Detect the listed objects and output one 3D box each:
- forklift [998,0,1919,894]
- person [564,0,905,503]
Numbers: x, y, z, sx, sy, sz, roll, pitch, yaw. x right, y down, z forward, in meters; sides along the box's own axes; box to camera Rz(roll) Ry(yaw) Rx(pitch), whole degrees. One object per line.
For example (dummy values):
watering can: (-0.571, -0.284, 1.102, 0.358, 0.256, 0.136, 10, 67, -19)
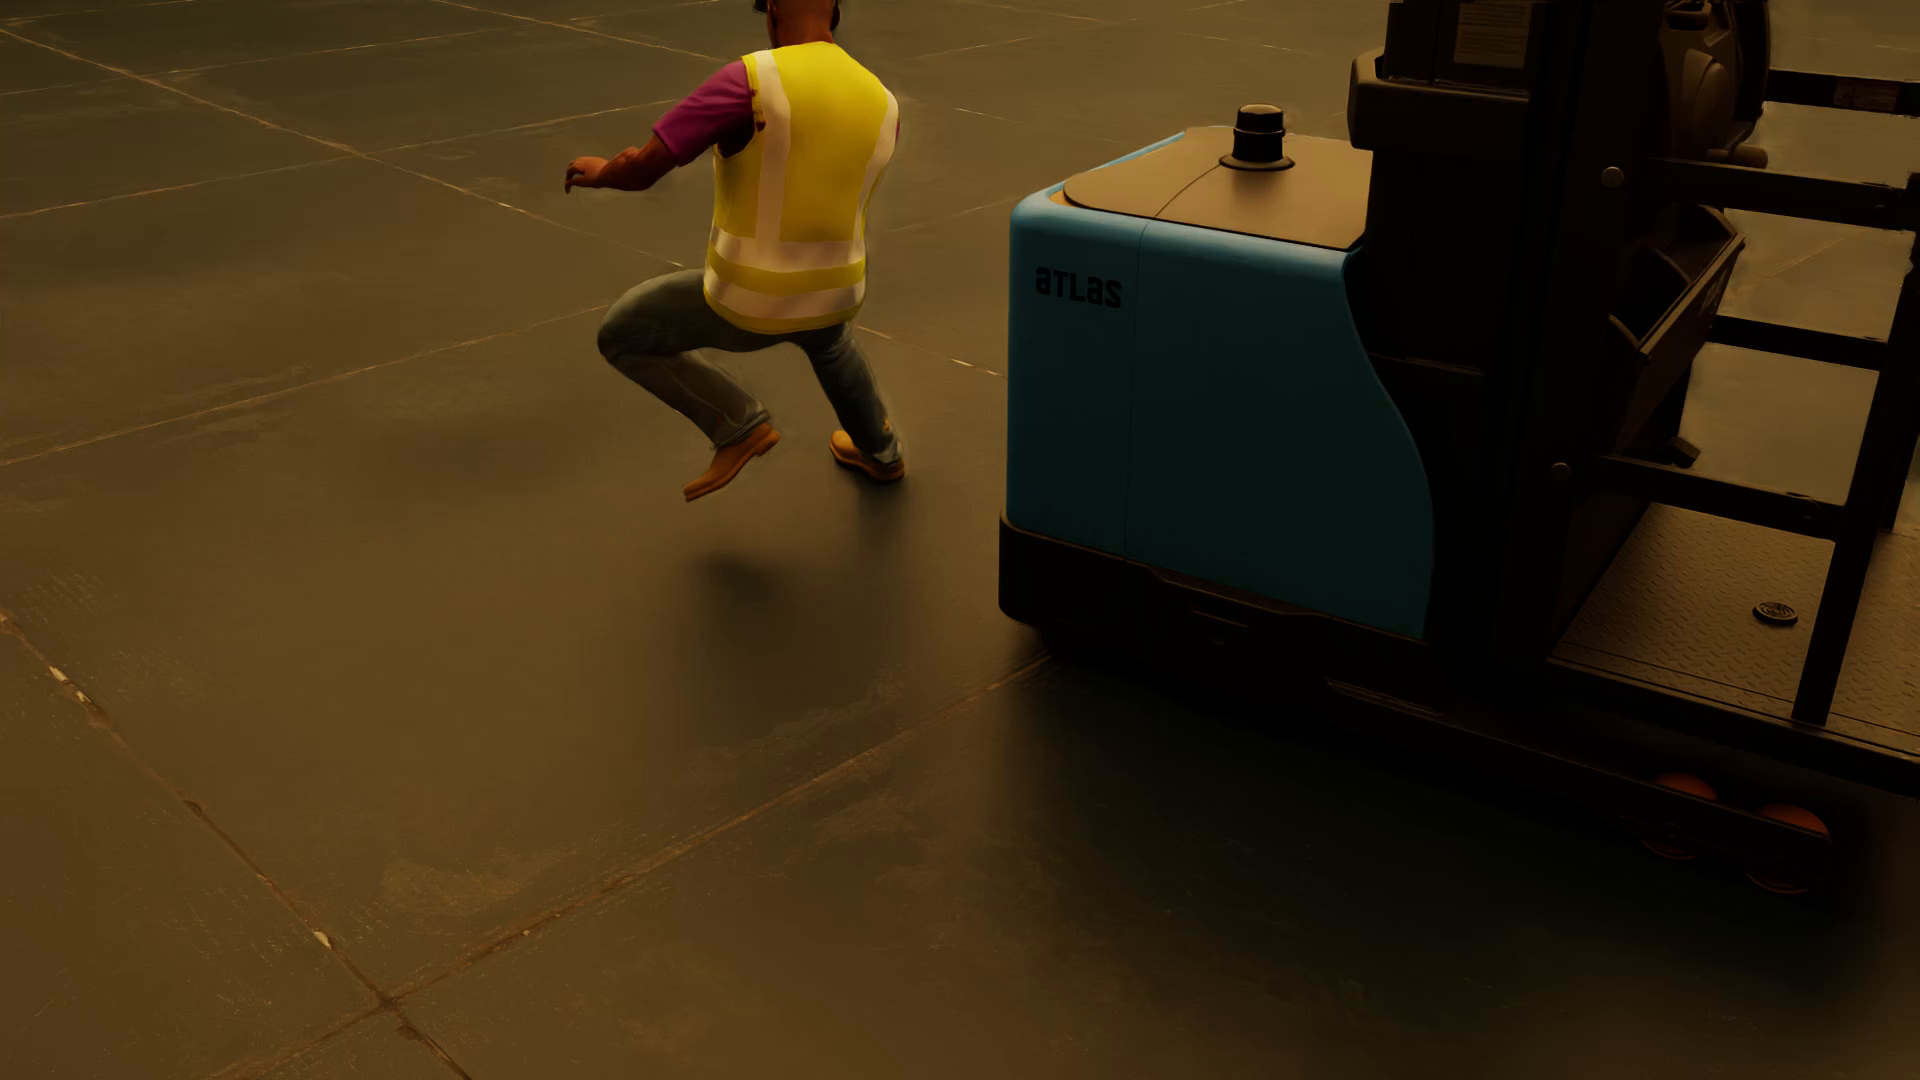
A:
forklift: (1.608, -0.910, 3.069, 3.031, 2.935, 1.130, 16, 30, 29)
person: (-0.546, -0.784, 4.402, 0.901, 1.540, 0.816, -19, 32, -34)
